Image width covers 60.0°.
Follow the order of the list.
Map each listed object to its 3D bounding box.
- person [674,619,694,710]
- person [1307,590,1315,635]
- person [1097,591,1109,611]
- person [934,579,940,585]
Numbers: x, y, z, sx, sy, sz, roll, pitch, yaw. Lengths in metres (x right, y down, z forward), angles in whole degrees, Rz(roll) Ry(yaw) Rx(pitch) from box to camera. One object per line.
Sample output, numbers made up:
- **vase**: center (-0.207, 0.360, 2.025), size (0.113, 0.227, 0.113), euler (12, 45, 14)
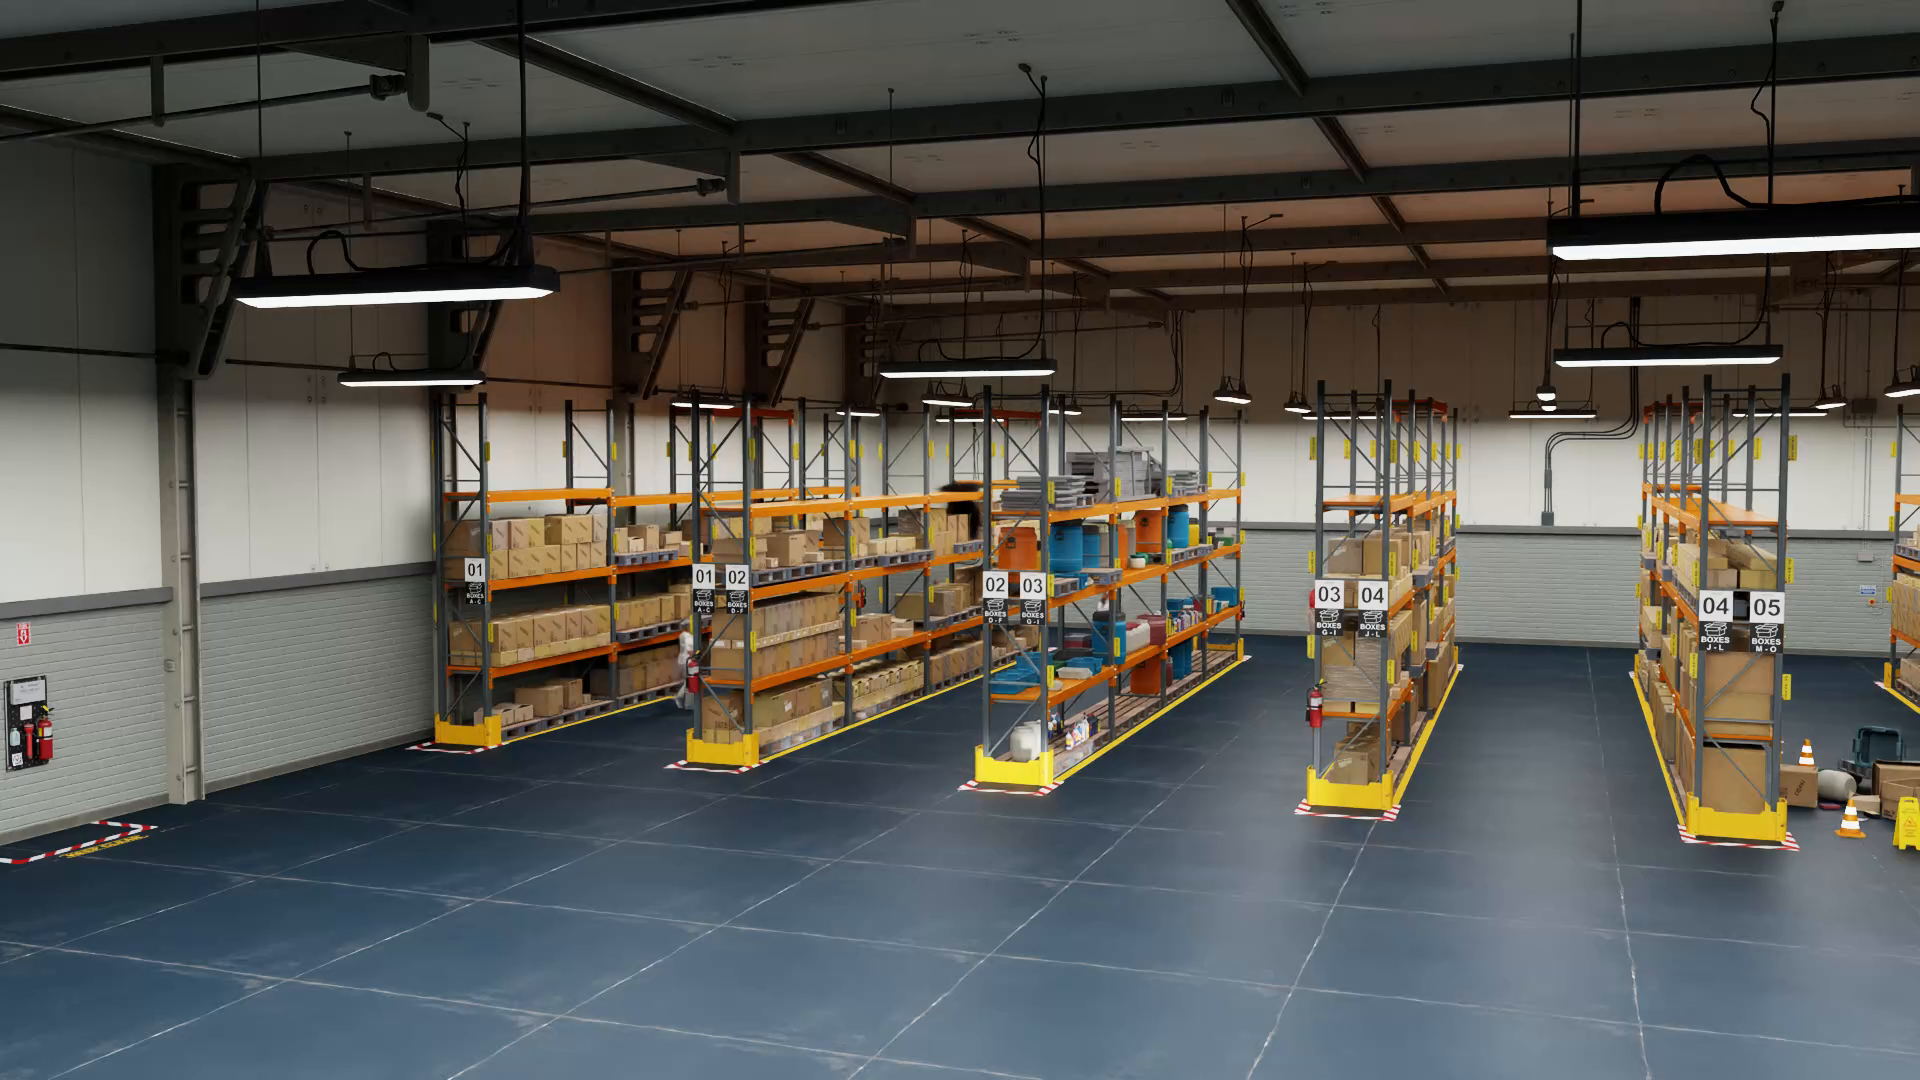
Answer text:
- **person**: center (-5.253, 2.398, 32.086), size (0.501, 1.778, 0.550), euler (-2, 3, -29)
- **person**: center (9.146, 1.894, 42.495), size (0.553, 1.739, 0.519), euler (1, 3, 21)
- **person**: center (3.434, 2.013, 39.243), size (0.564, 1.753, 0.983), euler (1, 3, 22)
- **person**: center (-0.638, 1.833, 44.448), size (0.864, 1.583, 0.510), euler (2, 4, 34)
